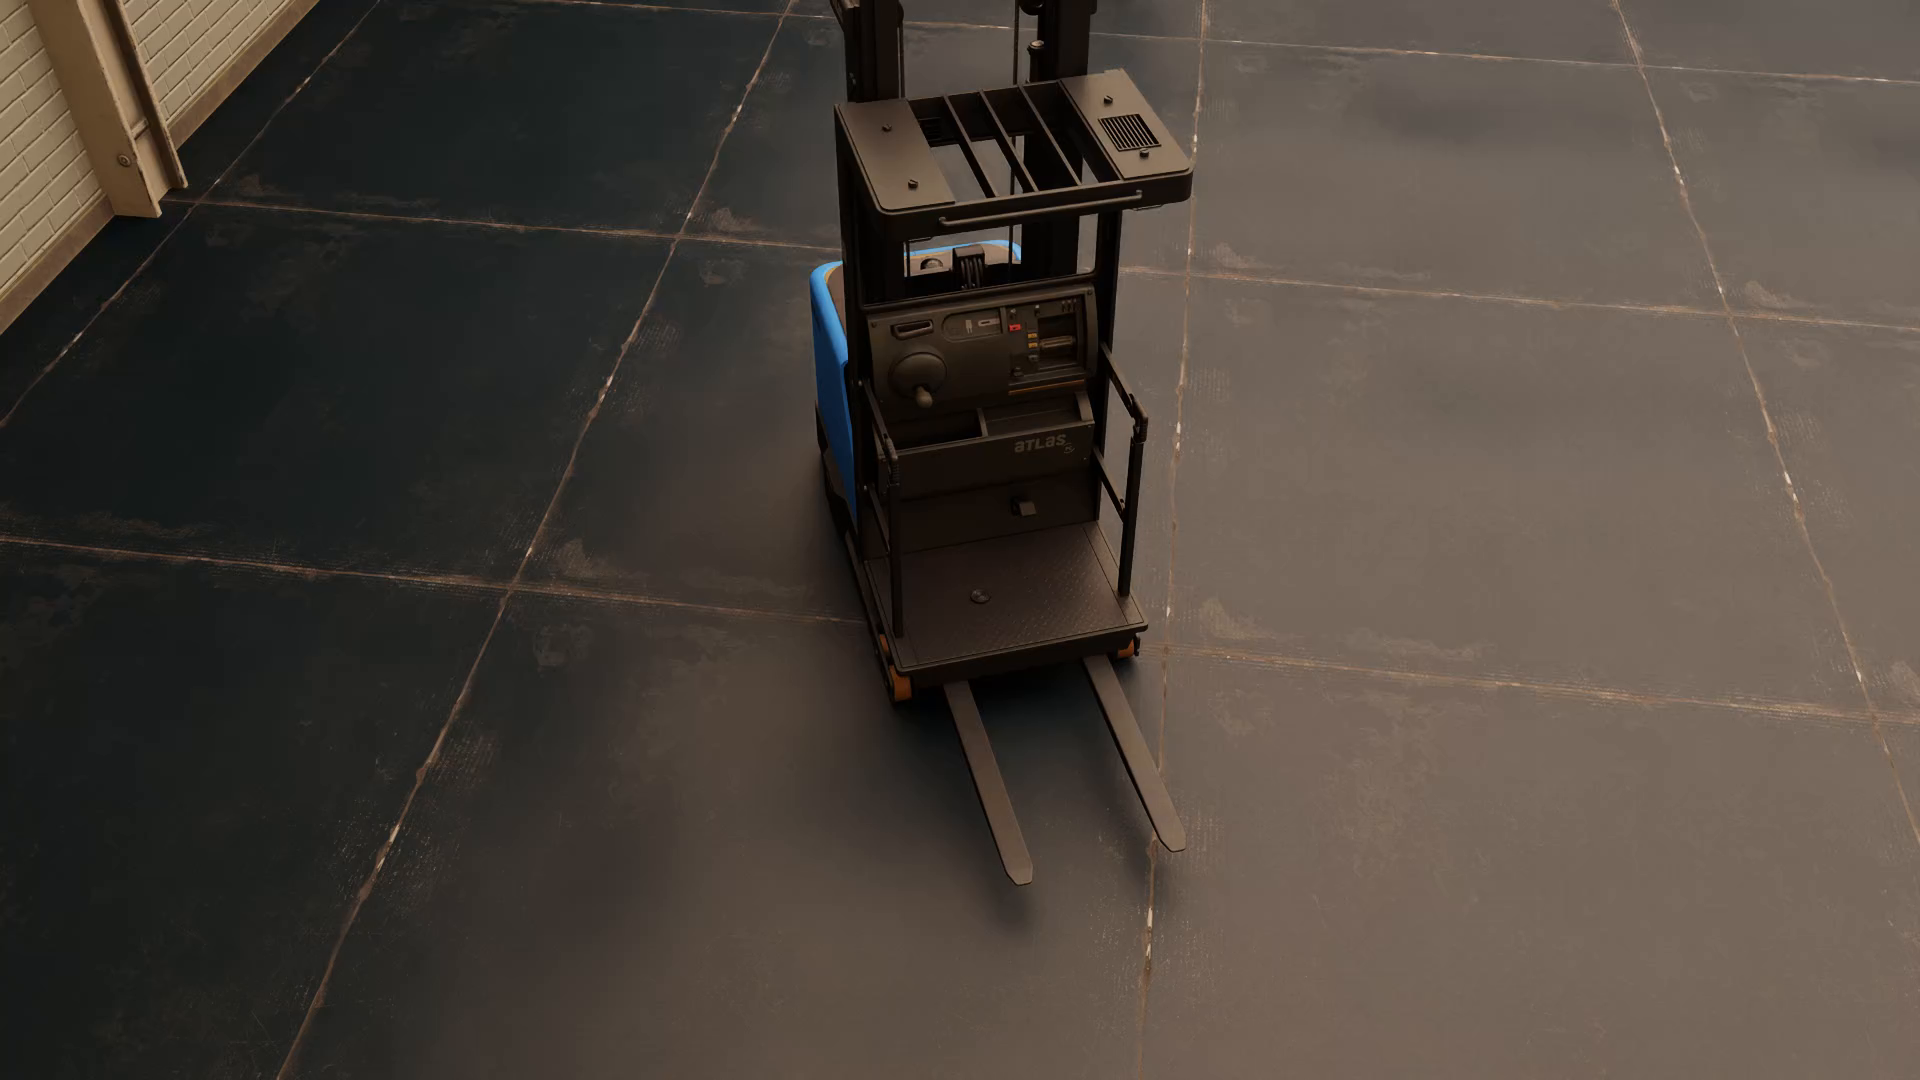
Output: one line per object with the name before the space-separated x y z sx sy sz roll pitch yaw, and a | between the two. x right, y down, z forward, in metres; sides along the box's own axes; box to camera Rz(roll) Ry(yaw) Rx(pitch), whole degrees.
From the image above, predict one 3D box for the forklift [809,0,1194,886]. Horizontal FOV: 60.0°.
forklift | 0.153 -0.681 6.465 1.130 2.935 3.031 -10 44 -11
